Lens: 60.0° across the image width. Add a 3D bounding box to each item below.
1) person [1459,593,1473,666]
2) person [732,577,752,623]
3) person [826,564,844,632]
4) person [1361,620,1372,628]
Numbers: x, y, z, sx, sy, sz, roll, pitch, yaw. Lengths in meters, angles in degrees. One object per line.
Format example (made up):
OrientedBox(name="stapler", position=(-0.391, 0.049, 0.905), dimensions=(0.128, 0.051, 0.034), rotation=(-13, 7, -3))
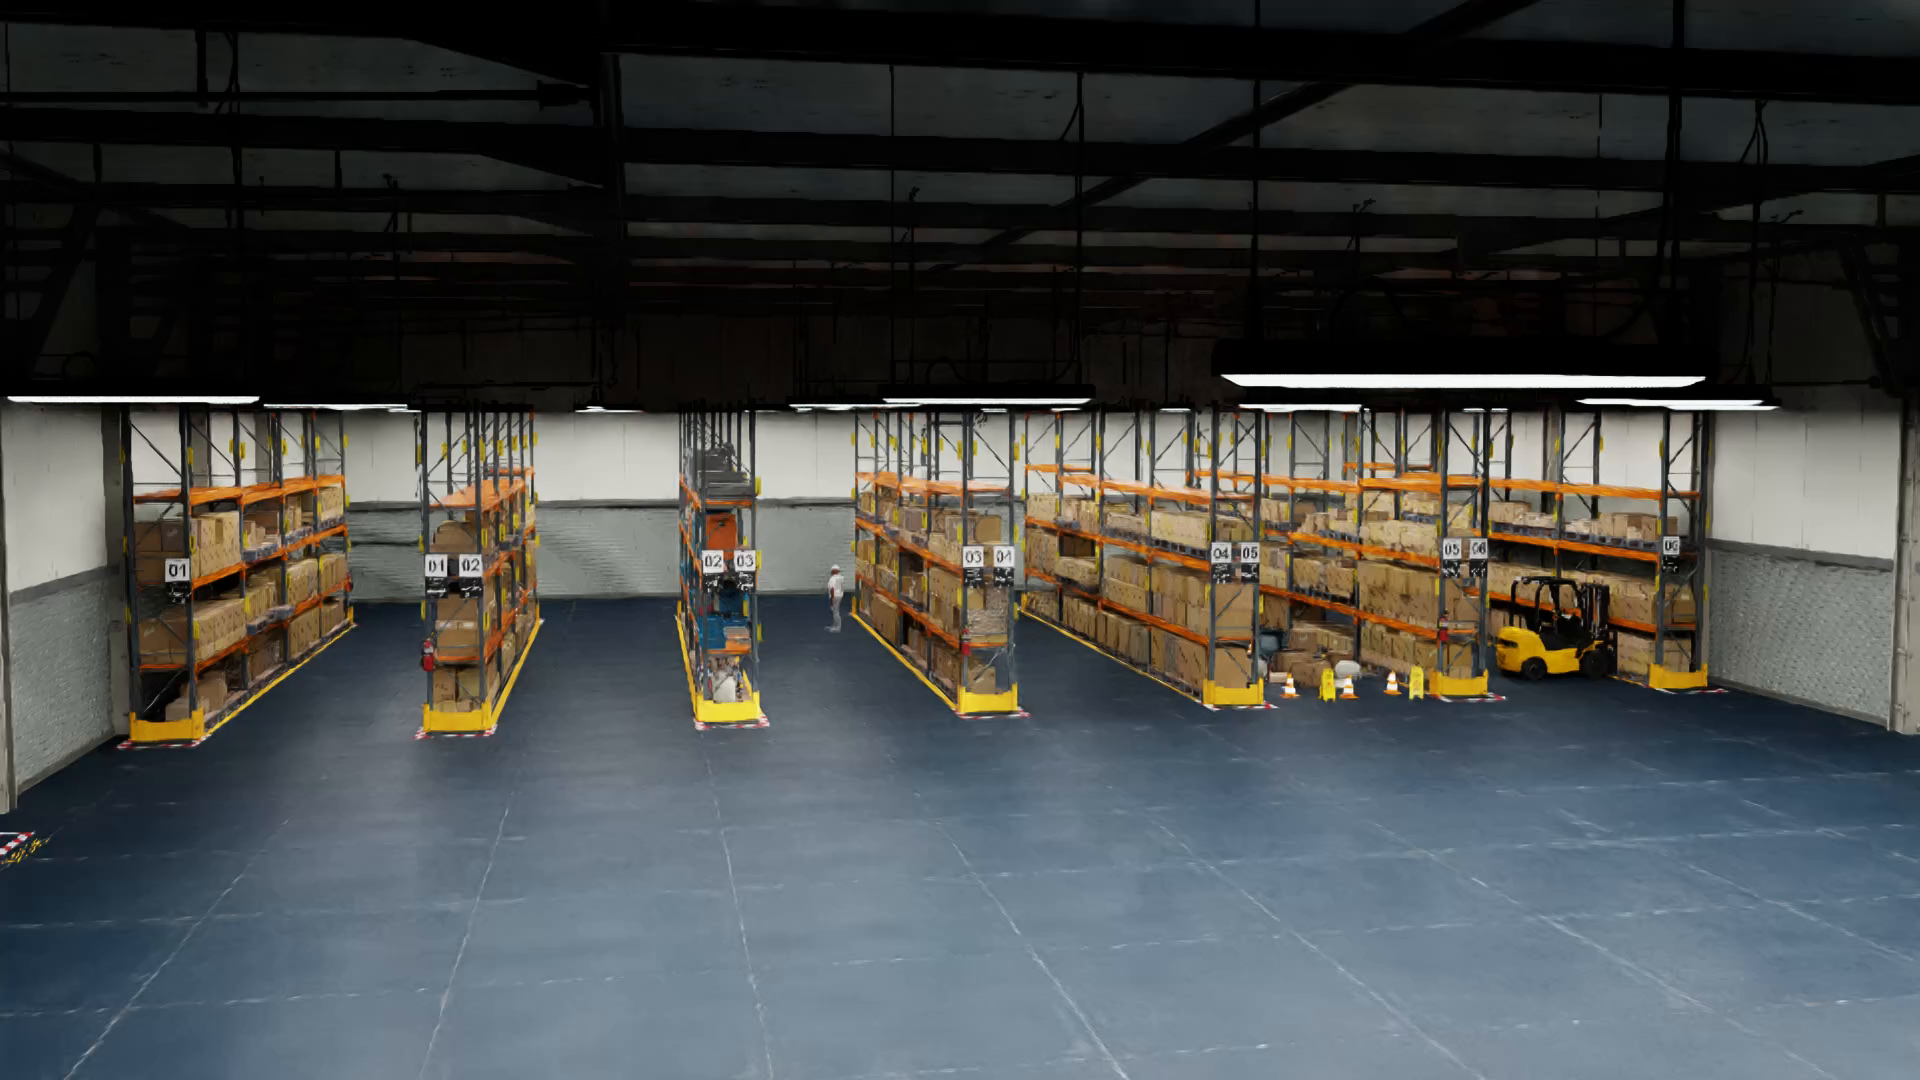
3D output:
OrientedBox(name="person", position=(11.410, 2.028, 37.822), dimensions=(0.543, 1.656, 0.573), rotation=(2, 5, 21))
OrientedBox(name="person", position=(-6.035, 1.415, 45.646), dimensions=(0.538, 1.715, 1.026), rotation=(-1, 5, -19))
OrientedBox(name="person", position=(-3.330, 1.517, 43.868), dimensions=(0.502, 1.764, 0.624), rotation=(2, 5, 19))
OrientedBox(name="person", position=(10.889, 1.517, 43.759), dimensions=(0.630, 1.773, 0.677), rotation=(1, 4, 16))
